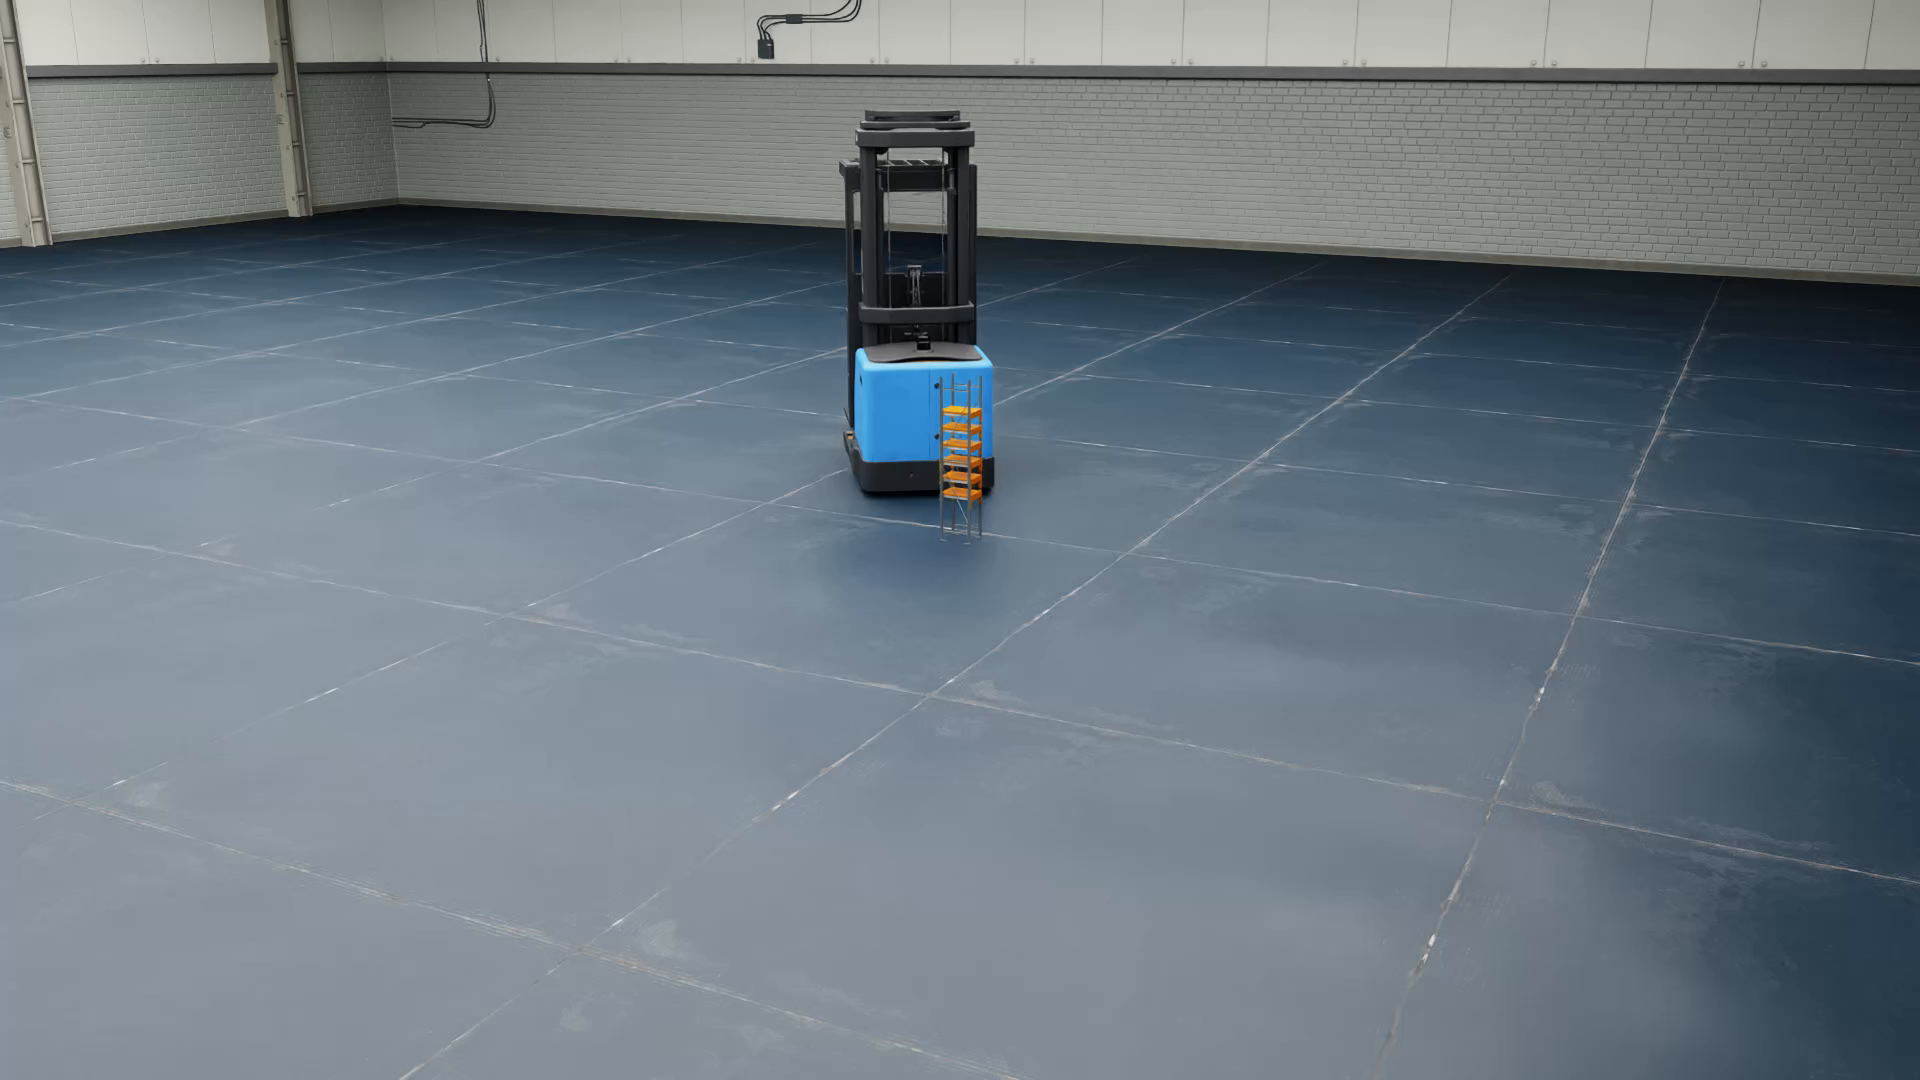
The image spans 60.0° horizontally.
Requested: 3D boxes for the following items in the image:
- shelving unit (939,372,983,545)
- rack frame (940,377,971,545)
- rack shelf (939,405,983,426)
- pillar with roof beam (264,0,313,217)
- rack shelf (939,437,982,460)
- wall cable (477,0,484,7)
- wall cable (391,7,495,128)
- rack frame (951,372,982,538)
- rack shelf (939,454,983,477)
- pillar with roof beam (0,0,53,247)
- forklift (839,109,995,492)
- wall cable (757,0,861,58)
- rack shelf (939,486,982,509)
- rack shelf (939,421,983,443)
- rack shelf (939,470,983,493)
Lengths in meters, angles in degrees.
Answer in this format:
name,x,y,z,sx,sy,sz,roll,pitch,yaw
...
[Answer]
name,x,y,z,sx,sy,sz,roll,pitch,yaw
shelving unit,0.006,-0.579,11.866,0.258,1.200,0.189,8,18,25
rack frame,-0.034,-0.556,11.787,0.240,1.200,0.006,8,18,25
rack shelf,0.006,-0.881,11.776,0.258,0.103,0.180,8,18,25
pillar with roof beam,-10.024,-10.587,31.863,9.100,9.000,0.400,8,18,25
rack shelf,0.006,-0.651,11.844,0.258,0.103,0.180,8,18,25
wall cable,-8.956,-12.305,34.231,3.097,2.526,0.112,8,18,25
wall cable,-11.376,-10.228,36.109,3.097,2.526,0.112,8,18,25
rack frame,0.047,-0.602,11.944,0.240,1.200,0.006,8,18,25
rack shelf,0.006,-0.536,11.879,0.258,0.103,0.180,8,18,25
pillar with roof beam,-12.705,-9.058,26.717,9.100,9.000,0.400,8,18,25
forklift,-0.436,-2.156,14.134,1.130,2.935,3.031,-2,17,-7
wall cable,-2.890,-12.135,31.102,2.305,6.003,0.169,8,18,25
rack shelf,0.006,-0.306,11.947,0.258,0.103,0.180,8,18,25
rack shelf,0.006,-0.766,11.810,0.258,0.103,0.180,8,18,25
rack shelf,0.006,-0.421,11.913,0.258,0.103,0.180,8,18,25
